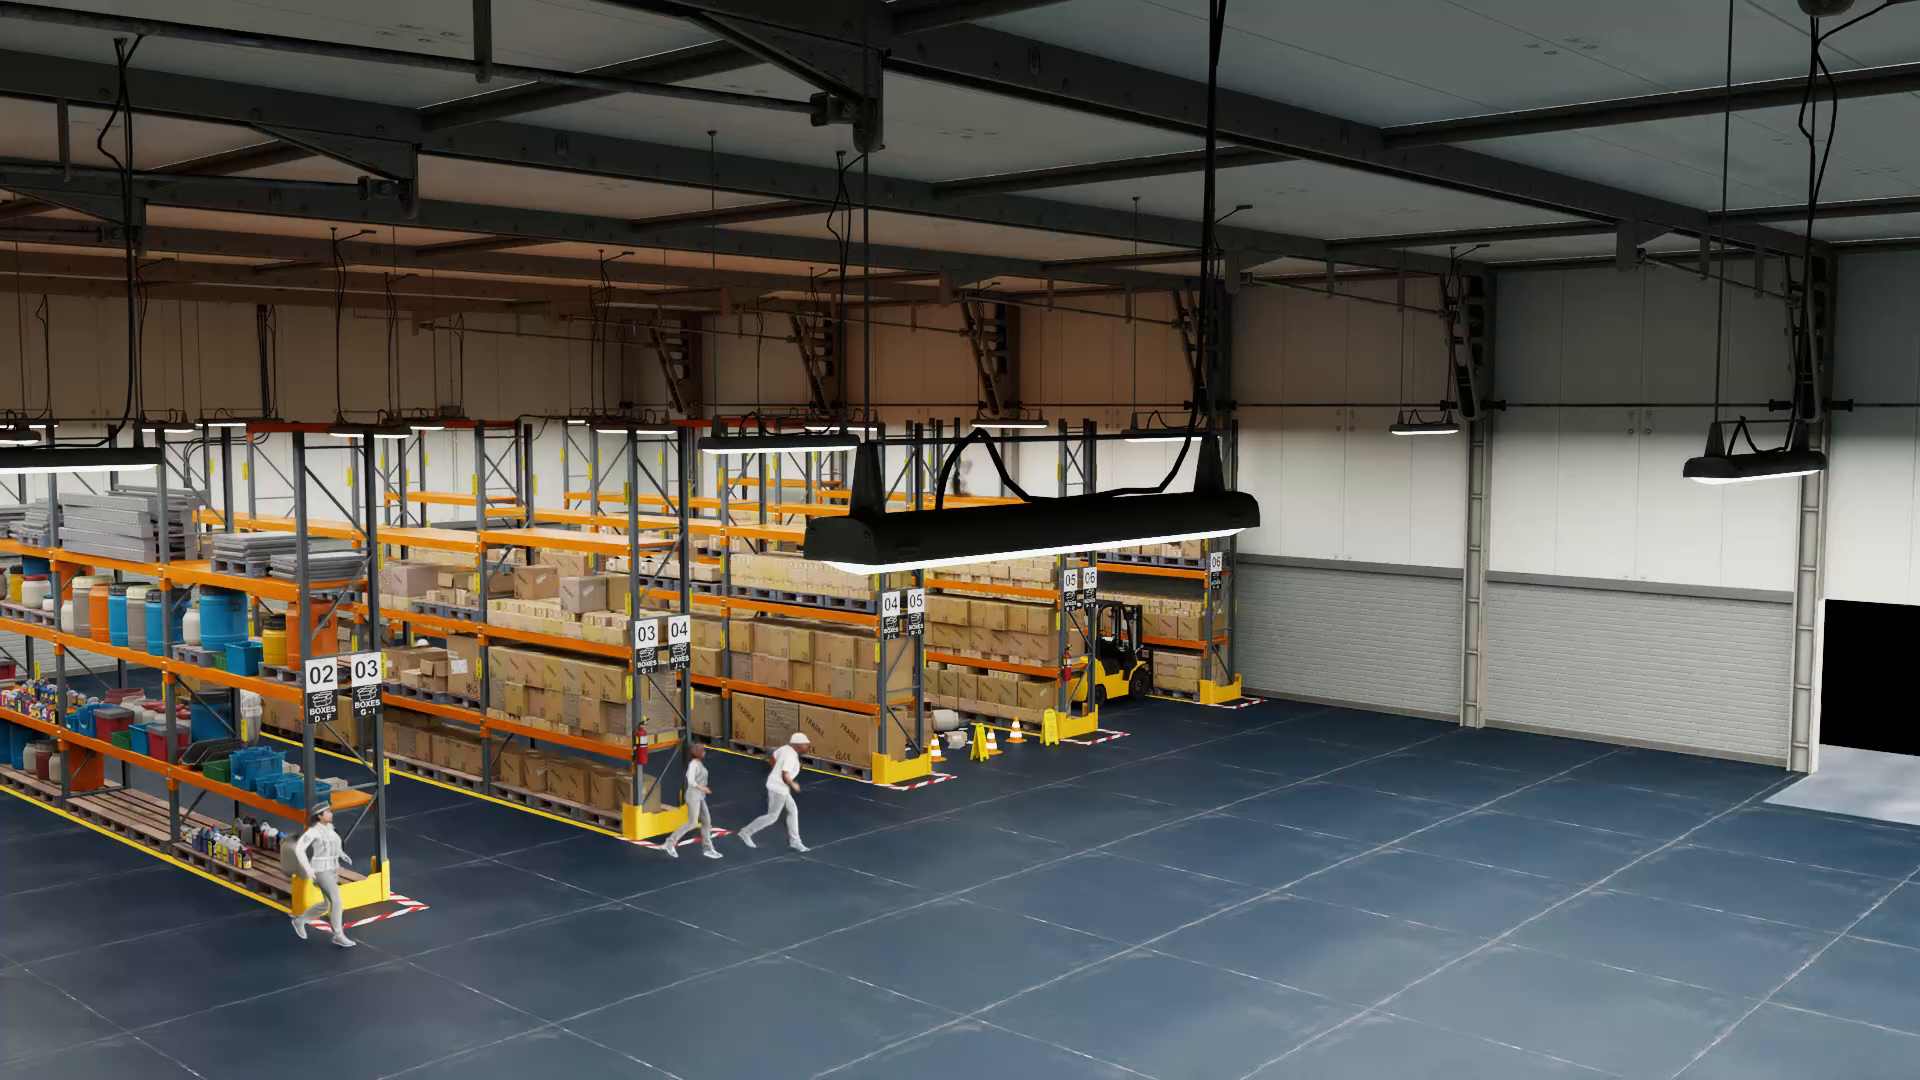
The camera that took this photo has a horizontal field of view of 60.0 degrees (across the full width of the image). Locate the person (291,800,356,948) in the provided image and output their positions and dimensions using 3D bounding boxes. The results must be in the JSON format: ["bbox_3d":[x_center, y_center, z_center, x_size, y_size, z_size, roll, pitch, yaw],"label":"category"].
[{"bbox_3d":[-7.457,3.906,19.551,0.791,1.684,0.649,1,5,6],"label":"person"}]

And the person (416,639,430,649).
[{"bbox_3d":[-10.392,2.824,32.178,0.794,1.837,0.637,4,6,39],"label":"person"}]

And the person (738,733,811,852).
[{"bbox_3d":[-2.621,3.587,23.487,1.047,1.714,0.734,-2,5,-18],"label":"person"}]

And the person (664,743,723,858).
[{"bbox_3d":[-3.713,3.632,23.255,0.807,1.582,0.621,0,5,-1],"label":"person"}]

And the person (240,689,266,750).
[{"bbox_3d":[-12.428,3.113,29.163,0.616,1.693,0.547,3,6,37],"label":"person"}]
